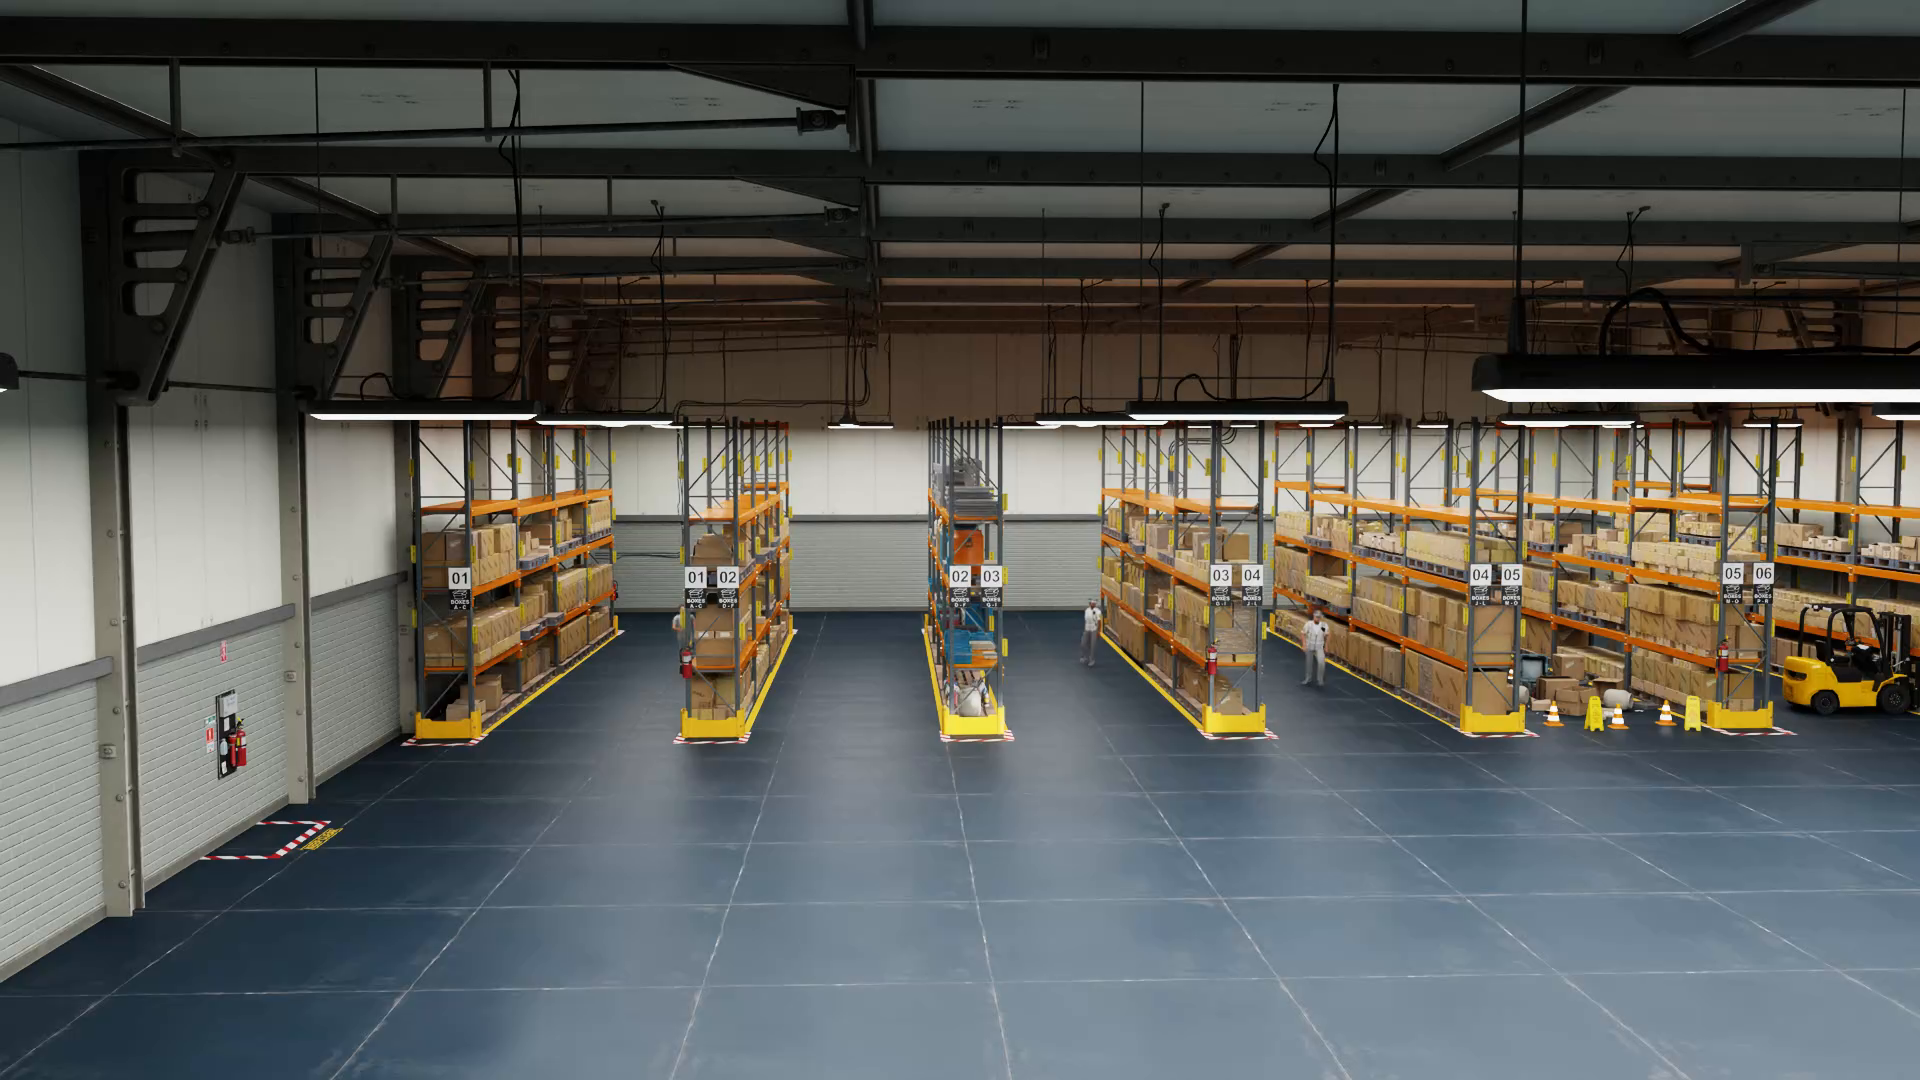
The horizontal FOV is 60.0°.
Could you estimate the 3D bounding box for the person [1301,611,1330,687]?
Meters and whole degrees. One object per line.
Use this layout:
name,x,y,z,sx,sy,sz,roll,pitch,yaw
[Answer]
person,8.034,2.427,37.584,0.655,1.723,0.638,1,4,10

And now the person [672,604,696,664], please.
person,-6.530,2.338,39.467,0.571,1.621,0.963,0,4,-7

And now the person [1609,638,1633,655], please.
person,16.667,2.122,41.995,0.660,1.695,0.926,0,4,-7

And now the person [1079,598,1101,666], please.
person,3.184,2.244,40.727,0.606,1.701,0.463,2,4,30
